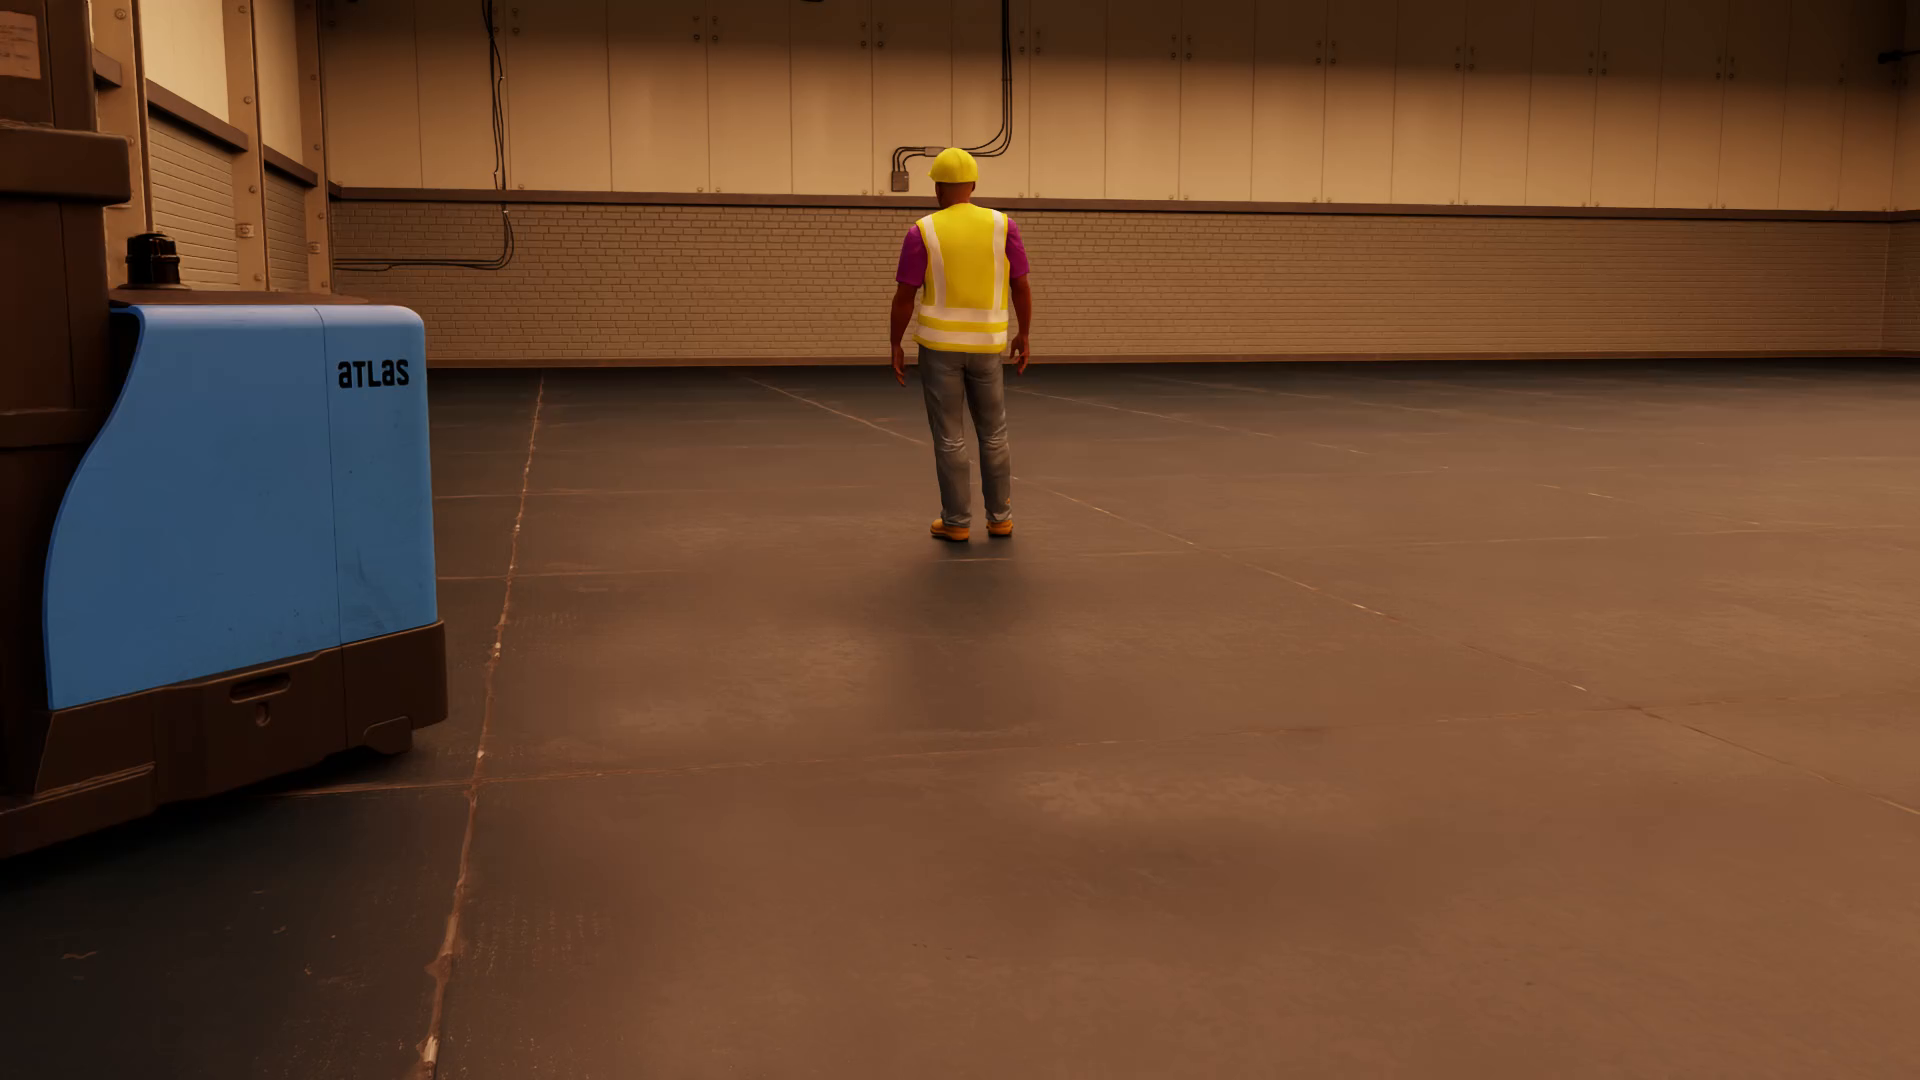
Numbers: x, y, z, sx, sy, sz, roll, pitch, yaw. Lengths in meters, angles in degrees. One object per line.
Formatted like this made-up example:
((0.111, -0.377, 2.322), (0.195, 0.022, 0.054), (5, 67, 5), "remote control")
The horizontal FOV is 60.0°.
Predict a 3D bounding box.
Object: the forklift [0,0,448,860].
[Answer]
((-2.379, -0.796, 2.823), (1.130, 2.935, 3.031), (4, 9, 27), "forklift")

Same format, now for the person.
((-0.011, -0.892, 7.653), (0.664, 1.768, 0.575), (-2, 8, -13), "person")
